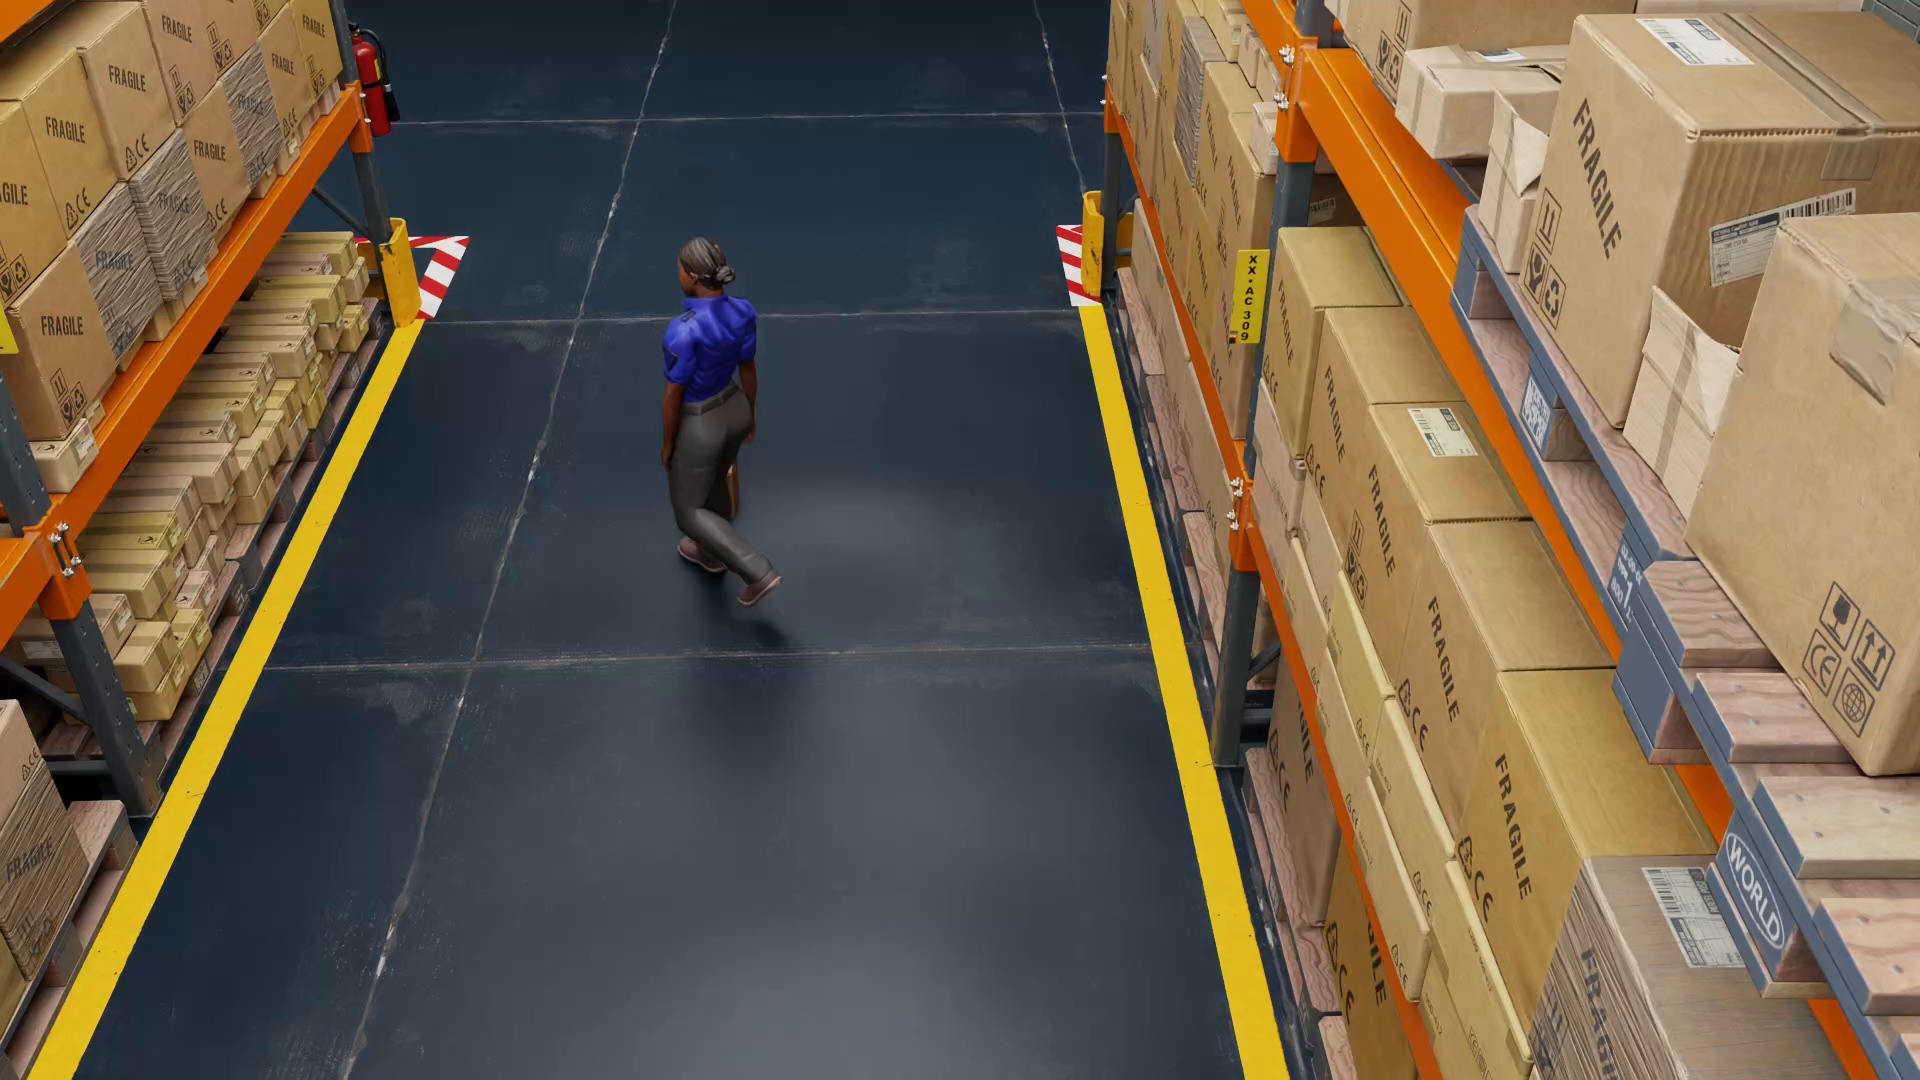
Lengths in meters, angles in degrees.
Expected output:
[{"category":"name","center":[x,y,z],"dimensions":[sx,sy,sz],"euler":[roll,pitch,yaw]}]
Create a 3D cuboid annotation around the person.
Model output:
[{"category":"person","center":[-1.004,-0.458,6.786],"dimensions":[0.769,1.635,0.468],"euler":[22,41,28]}]
